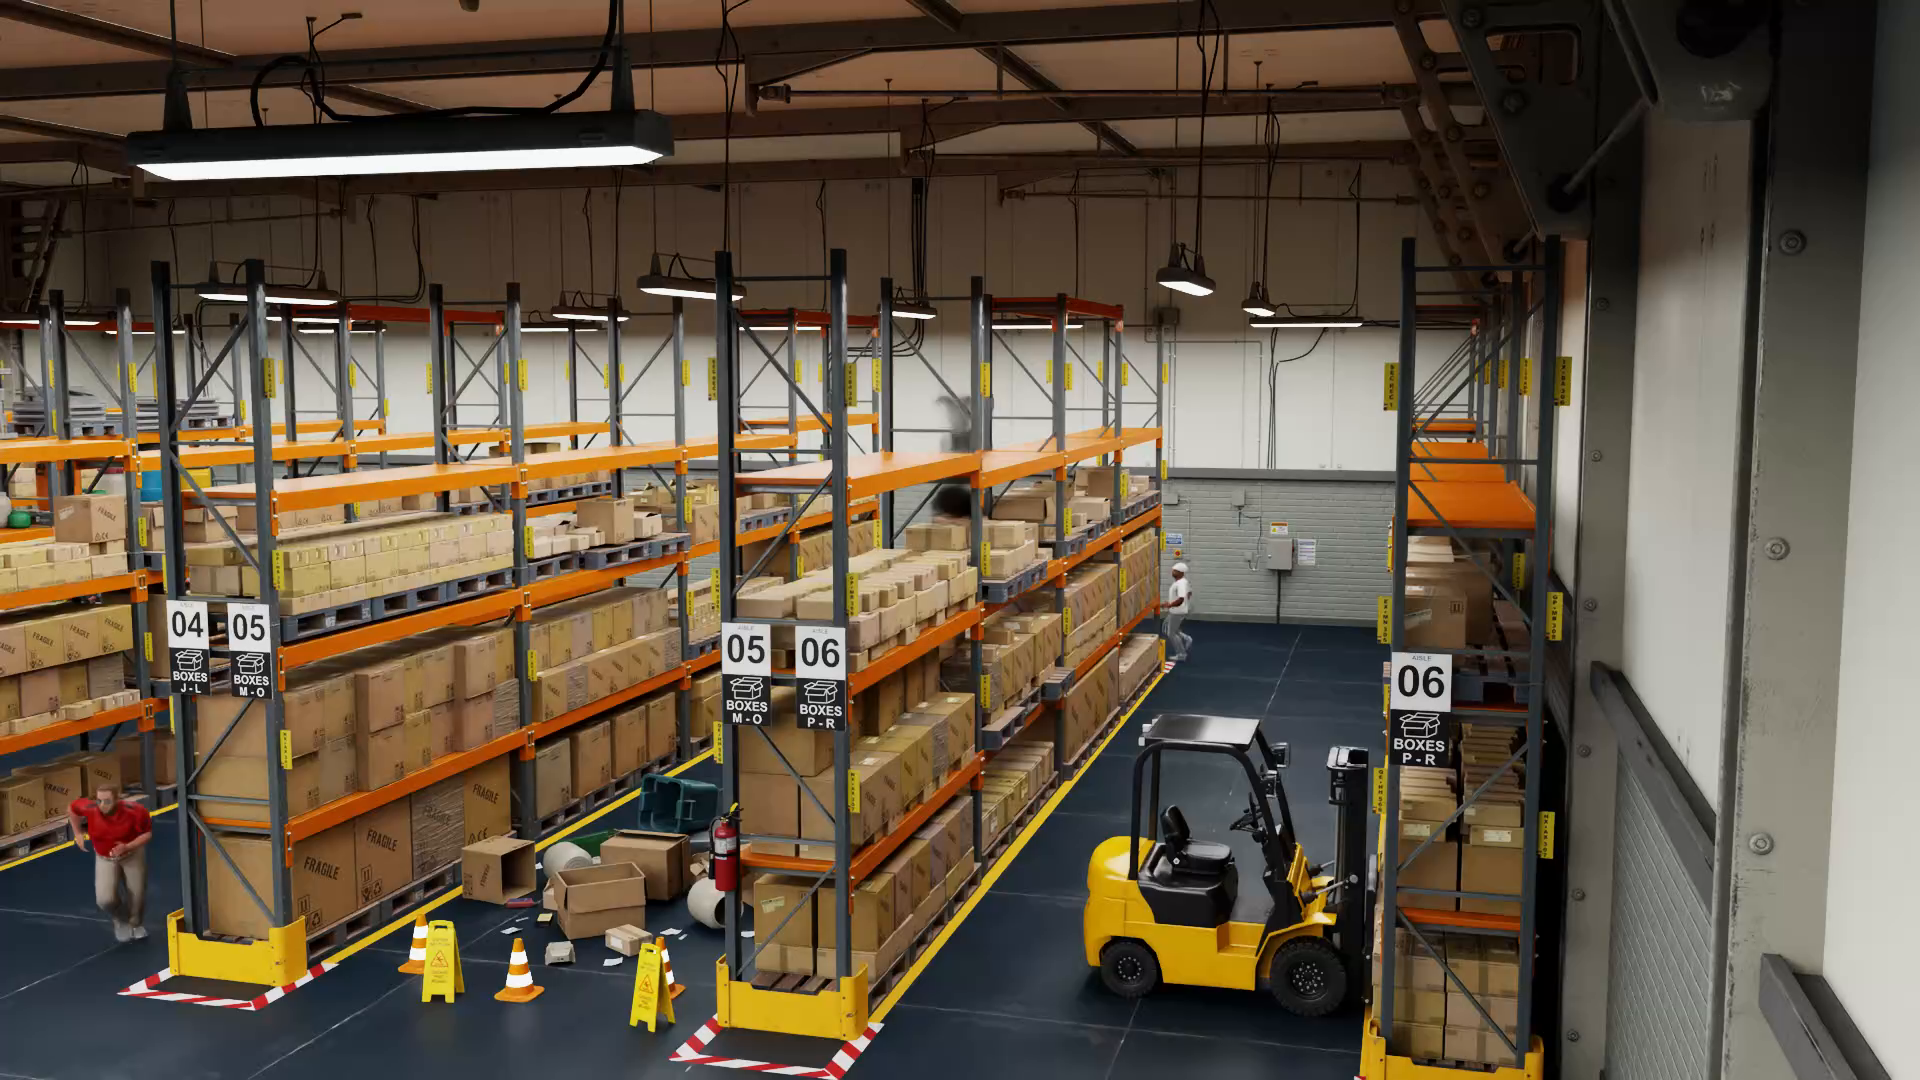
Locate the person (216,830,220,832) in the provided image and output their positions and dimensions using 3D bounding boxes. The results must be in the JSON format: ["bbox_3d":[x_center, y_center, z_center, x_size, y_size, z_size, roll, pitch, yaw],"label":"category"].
[{"bbox_3d":[-7.279,2.580,16.805,0.588,1.628,0.758,0,6,3],"label":"person"}]

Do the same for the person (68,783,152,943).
[{"bbox_3d":[-7.446,2.845,14.612,0.697,1.549,0.921,-2,6,-15],"label":"person"}]

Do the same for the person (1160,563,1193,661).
[{"bbox_3d":[3.779,1.246,28.976,0.580,1.717,0.699,1,6,8],"label":"person"}]
